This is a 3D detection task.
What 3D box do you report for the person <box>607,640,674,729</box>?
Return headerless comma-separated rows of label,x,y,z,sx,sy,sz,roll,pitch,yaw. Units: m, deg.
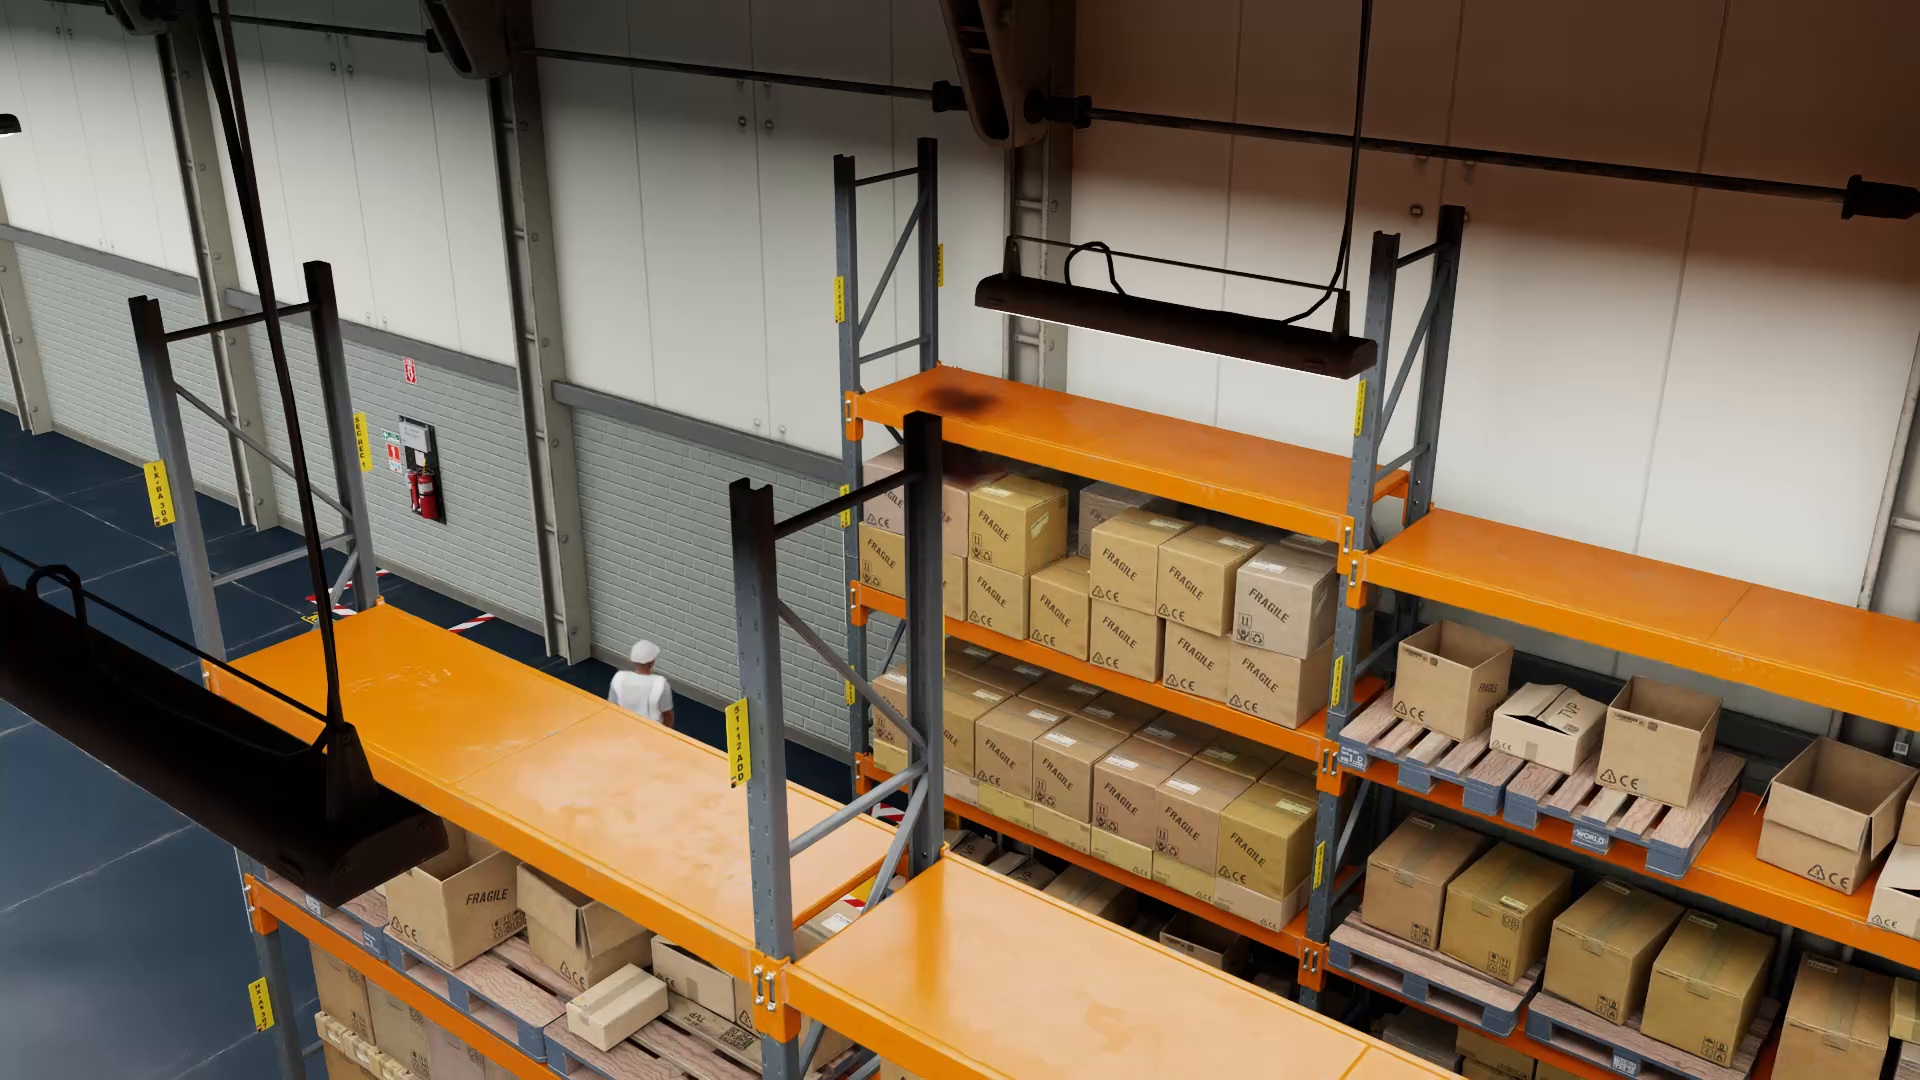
person,-2.730,1.679,14.347,0.604,1.831,0.391,4,23,9
